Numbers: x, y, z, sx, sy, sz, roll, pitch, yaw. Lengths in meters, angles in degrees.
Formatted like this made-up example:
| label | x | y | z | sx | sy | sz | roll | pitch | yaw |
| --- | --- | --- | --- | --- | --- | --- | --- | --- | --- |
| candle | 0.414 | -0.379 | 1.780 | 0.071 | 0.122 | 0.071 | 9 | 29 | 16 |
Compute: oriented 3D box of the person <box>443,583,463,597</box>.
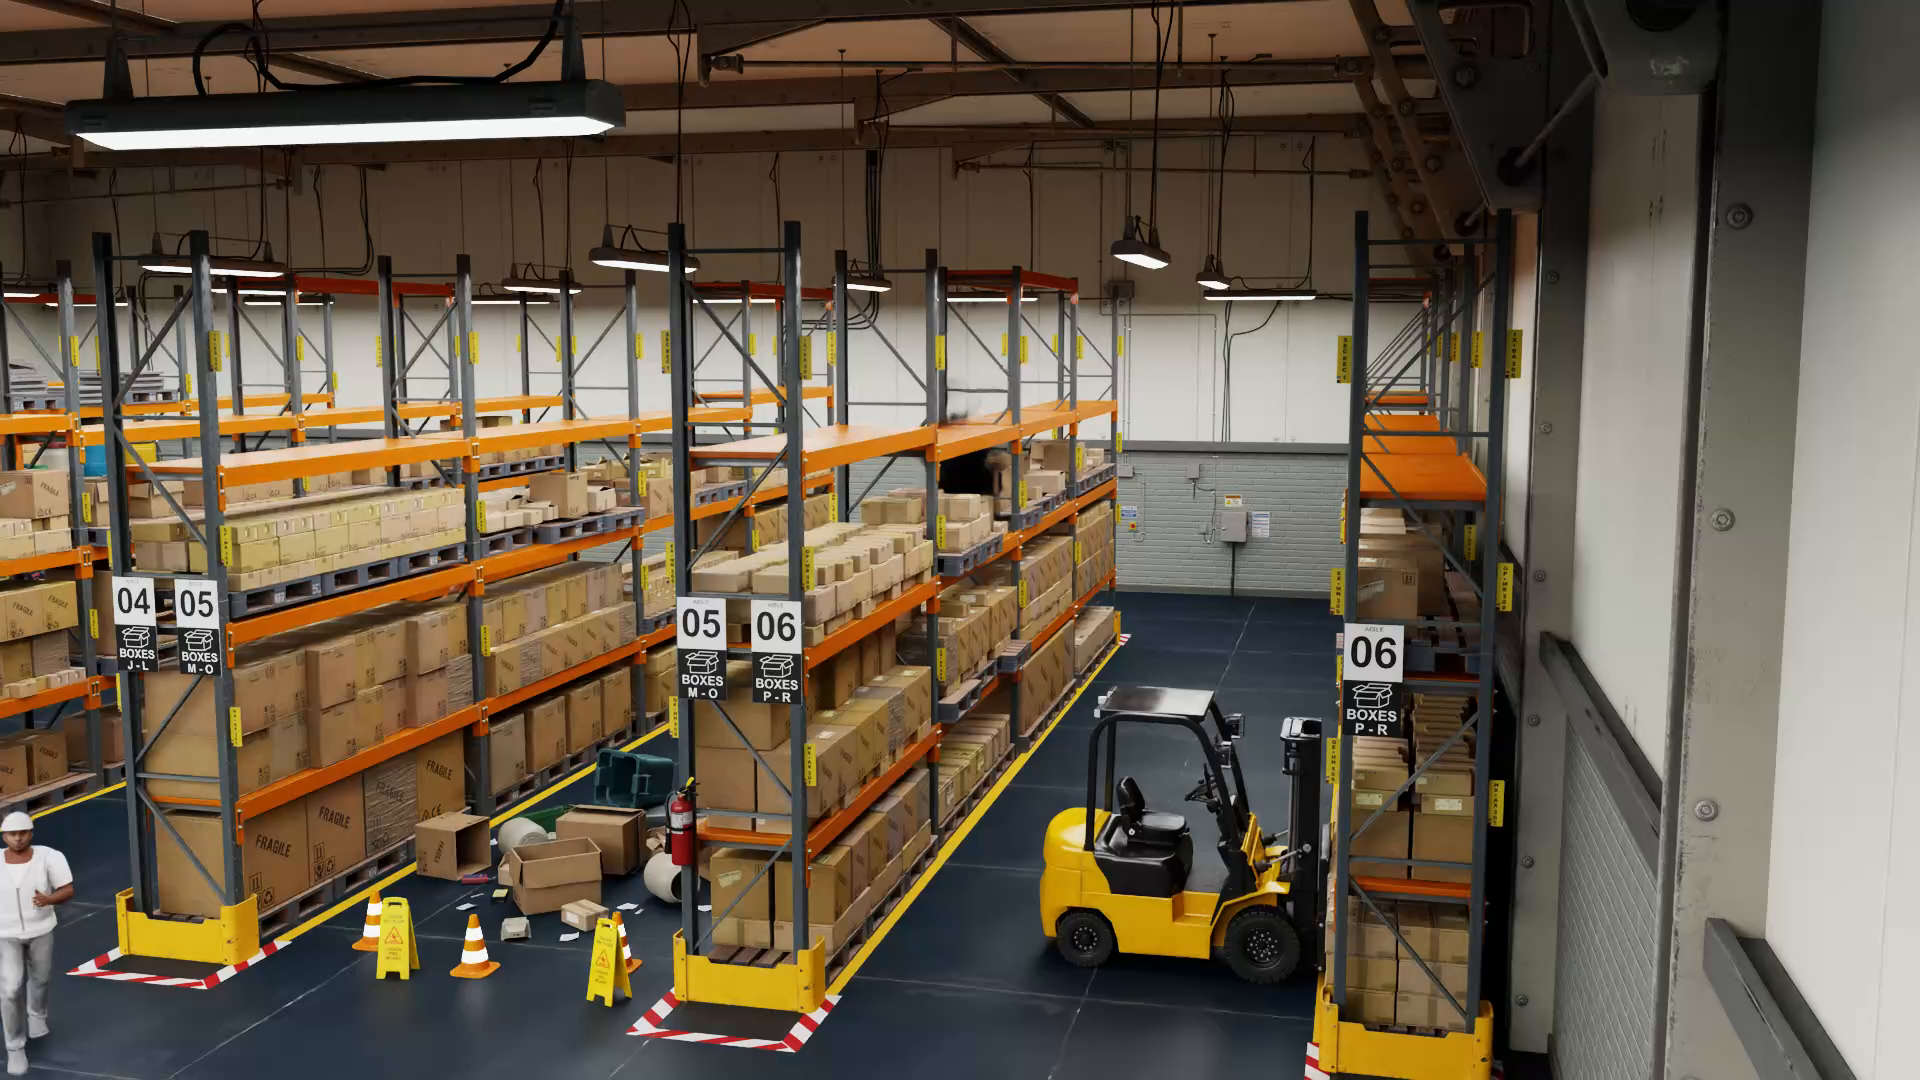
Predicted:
| label | x | y | z | sx | sy | sz | roll | pitch | yaw |
| --- | --- | --- | --- | --- | --- | --- | --- | --- | --- |
| person | -7.230 | 1.389 | 23.944 | 0.655 | 1.762 | 0.823 | 1 | 7 | 6 |

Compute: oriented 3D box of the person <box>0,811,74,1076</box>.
| label | x | y | z | sx | sy | sz | roll | pitch | yaw |
| --- | --- | --- | --- | --- | --- | --- | --- | --- | --- |
| person | -6.719 | 2.845 | 11.924 | 0.672 | 1.834 | 0.776 | -5 | 8 | -34 |
